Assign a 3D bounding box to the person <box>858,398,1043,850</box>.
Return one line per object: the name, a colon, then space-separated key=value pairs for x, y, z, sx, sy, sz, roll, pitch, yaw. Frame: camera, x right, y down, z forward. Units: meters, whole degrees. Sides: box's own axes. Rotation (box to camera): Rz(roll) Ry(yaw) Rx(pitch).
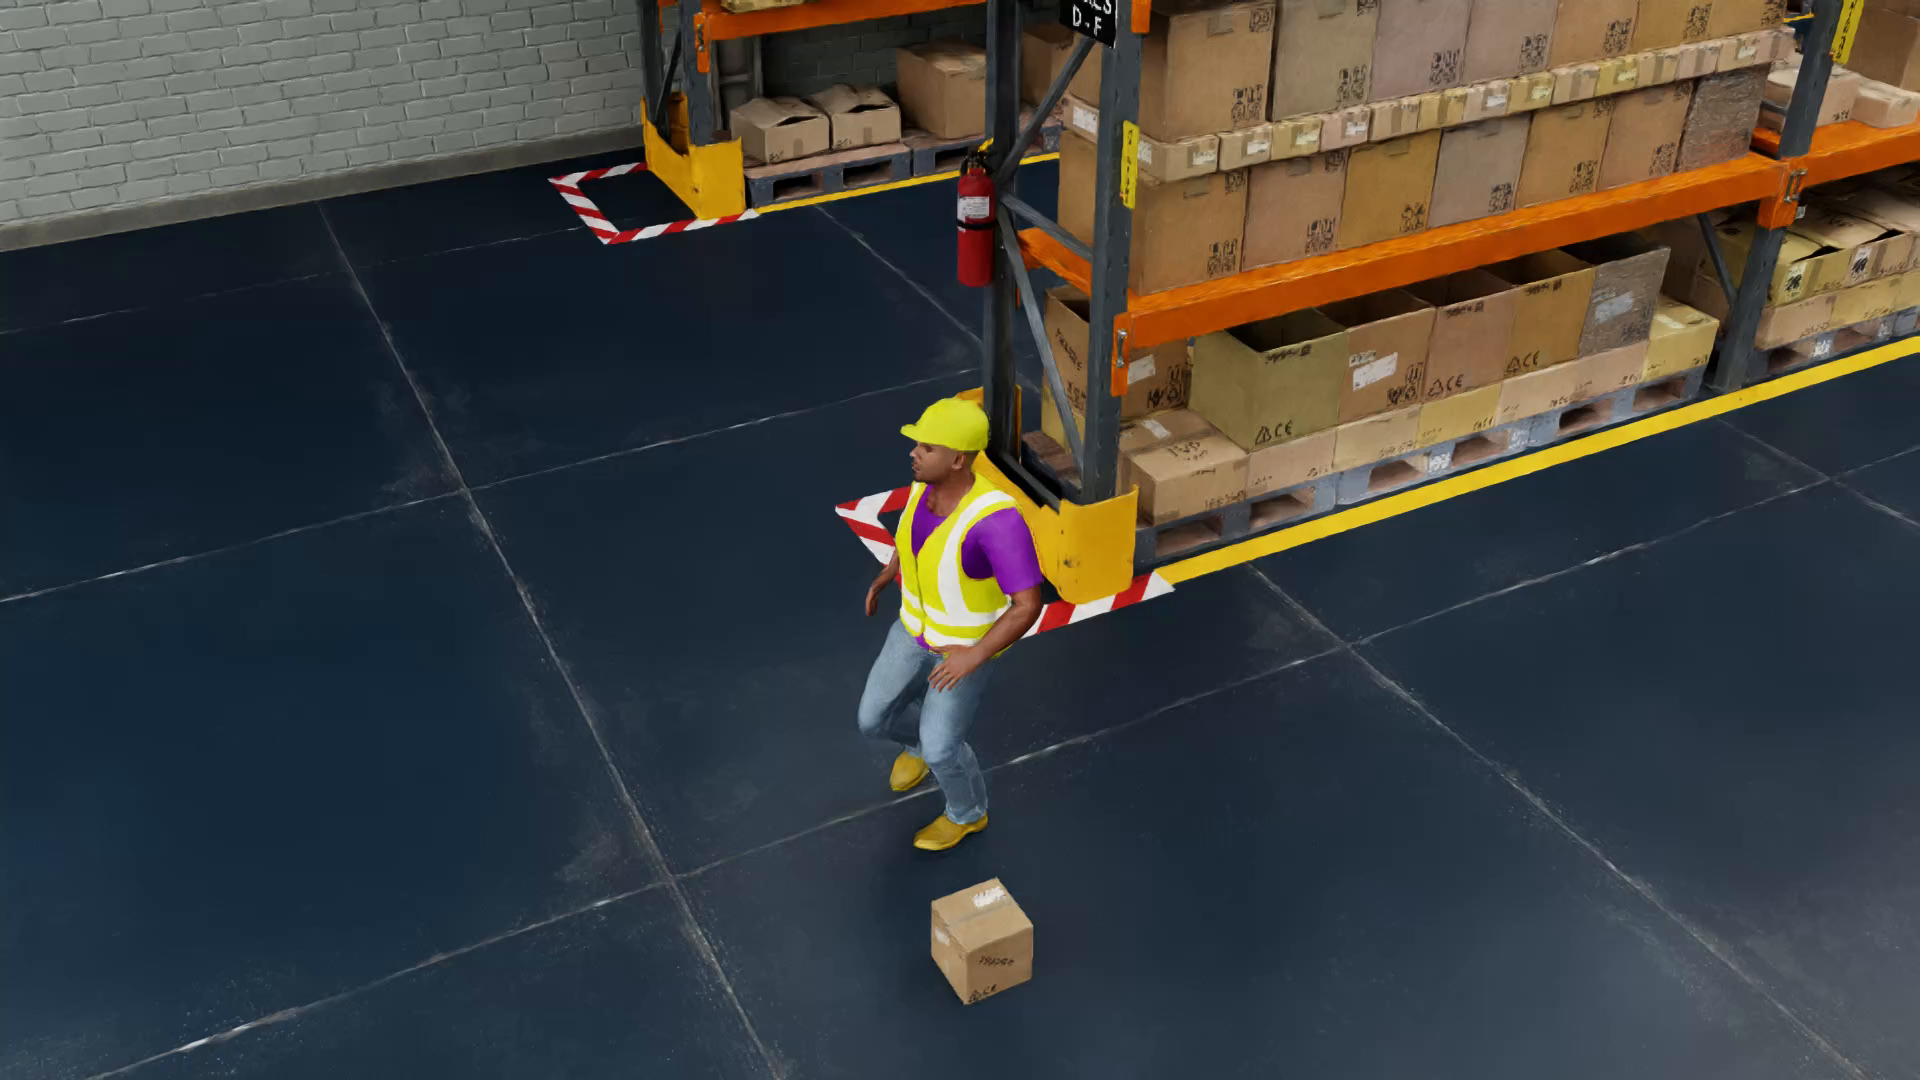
person: x=-0.046 y=0.330 z=5.639 sx=0.523 sy=1.732 sz=0.750 roll=-27 pitch=41 yaw=-35
